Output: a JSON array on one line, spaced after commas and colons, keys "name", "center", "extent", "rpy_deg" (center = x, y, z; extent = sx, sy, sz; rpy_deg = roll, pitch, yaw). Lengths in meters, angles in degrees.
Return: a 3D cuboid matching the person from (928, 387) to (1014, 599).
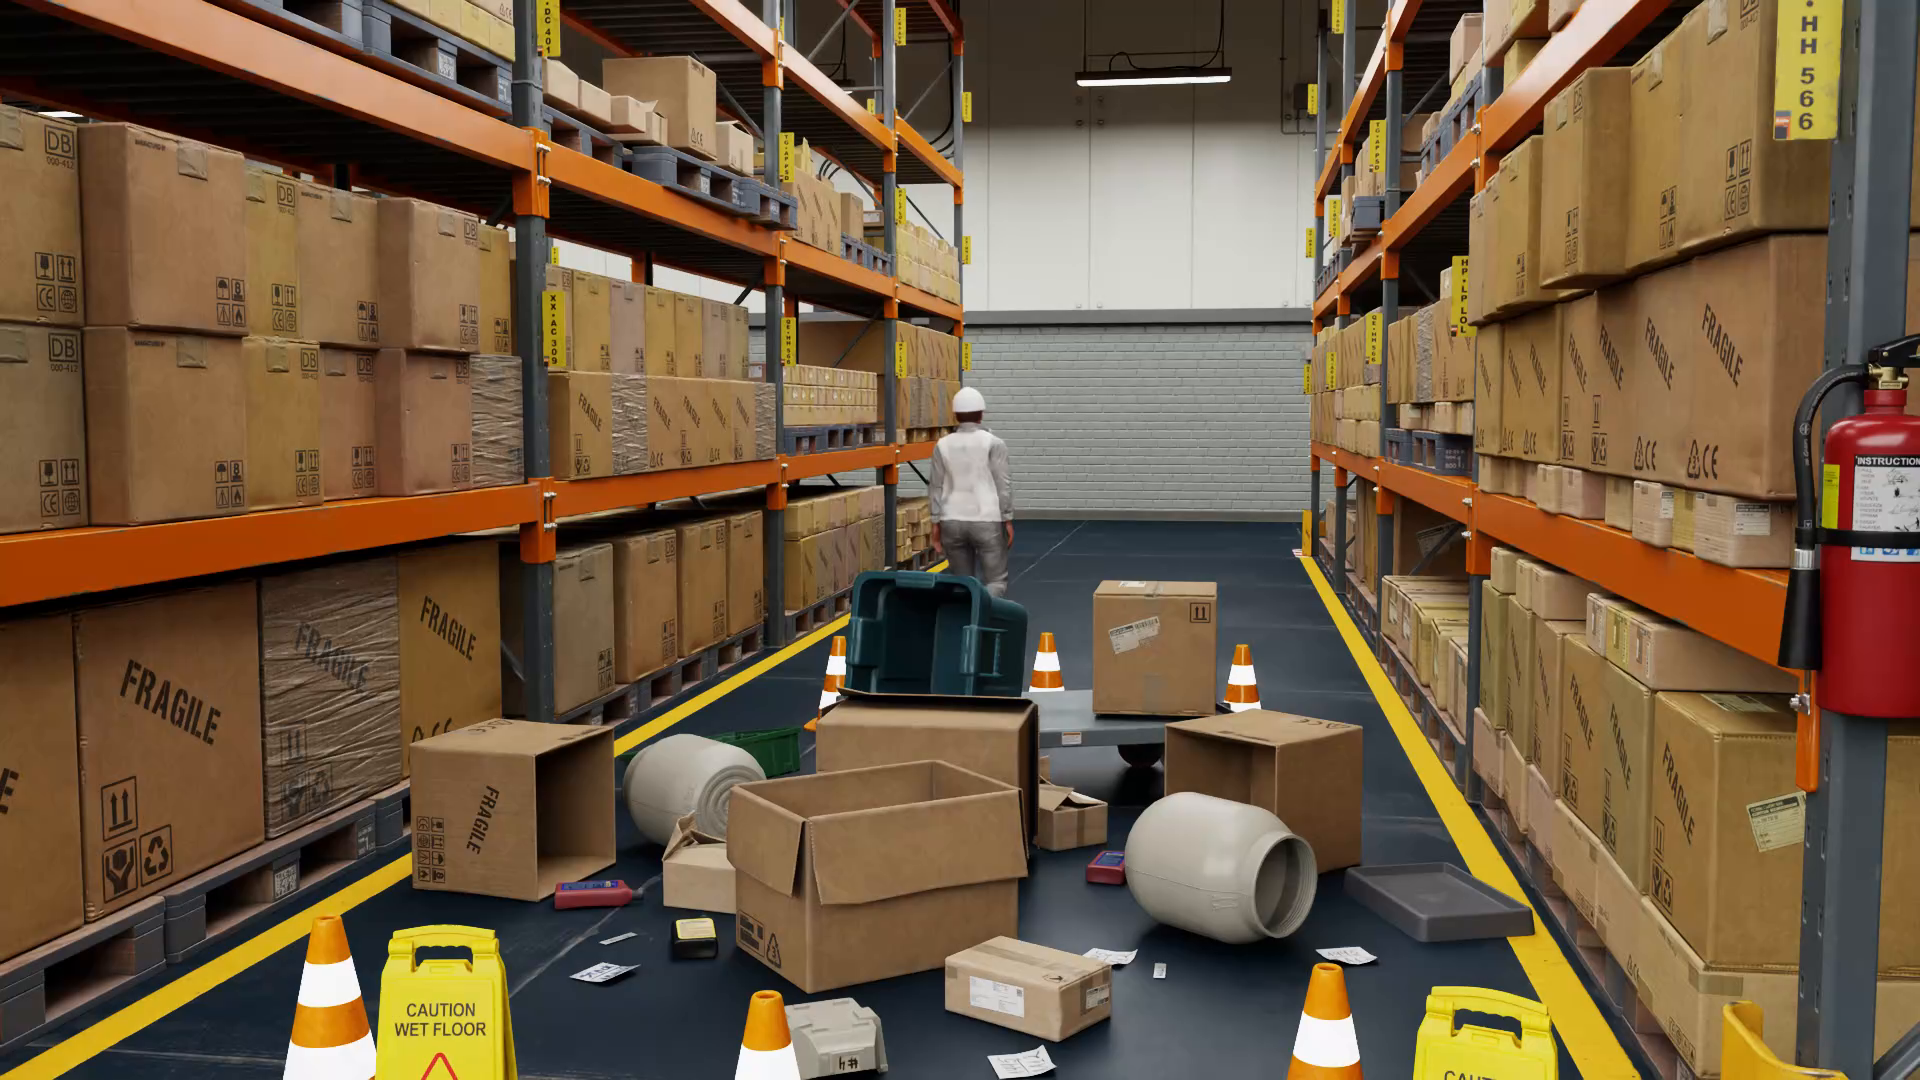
[{"name": "person", "center": [0.059, -0.095, 10.718], "extent": [0.563, 1.777, 0.552], "rpy_deg": [2, 5, 20]}]
